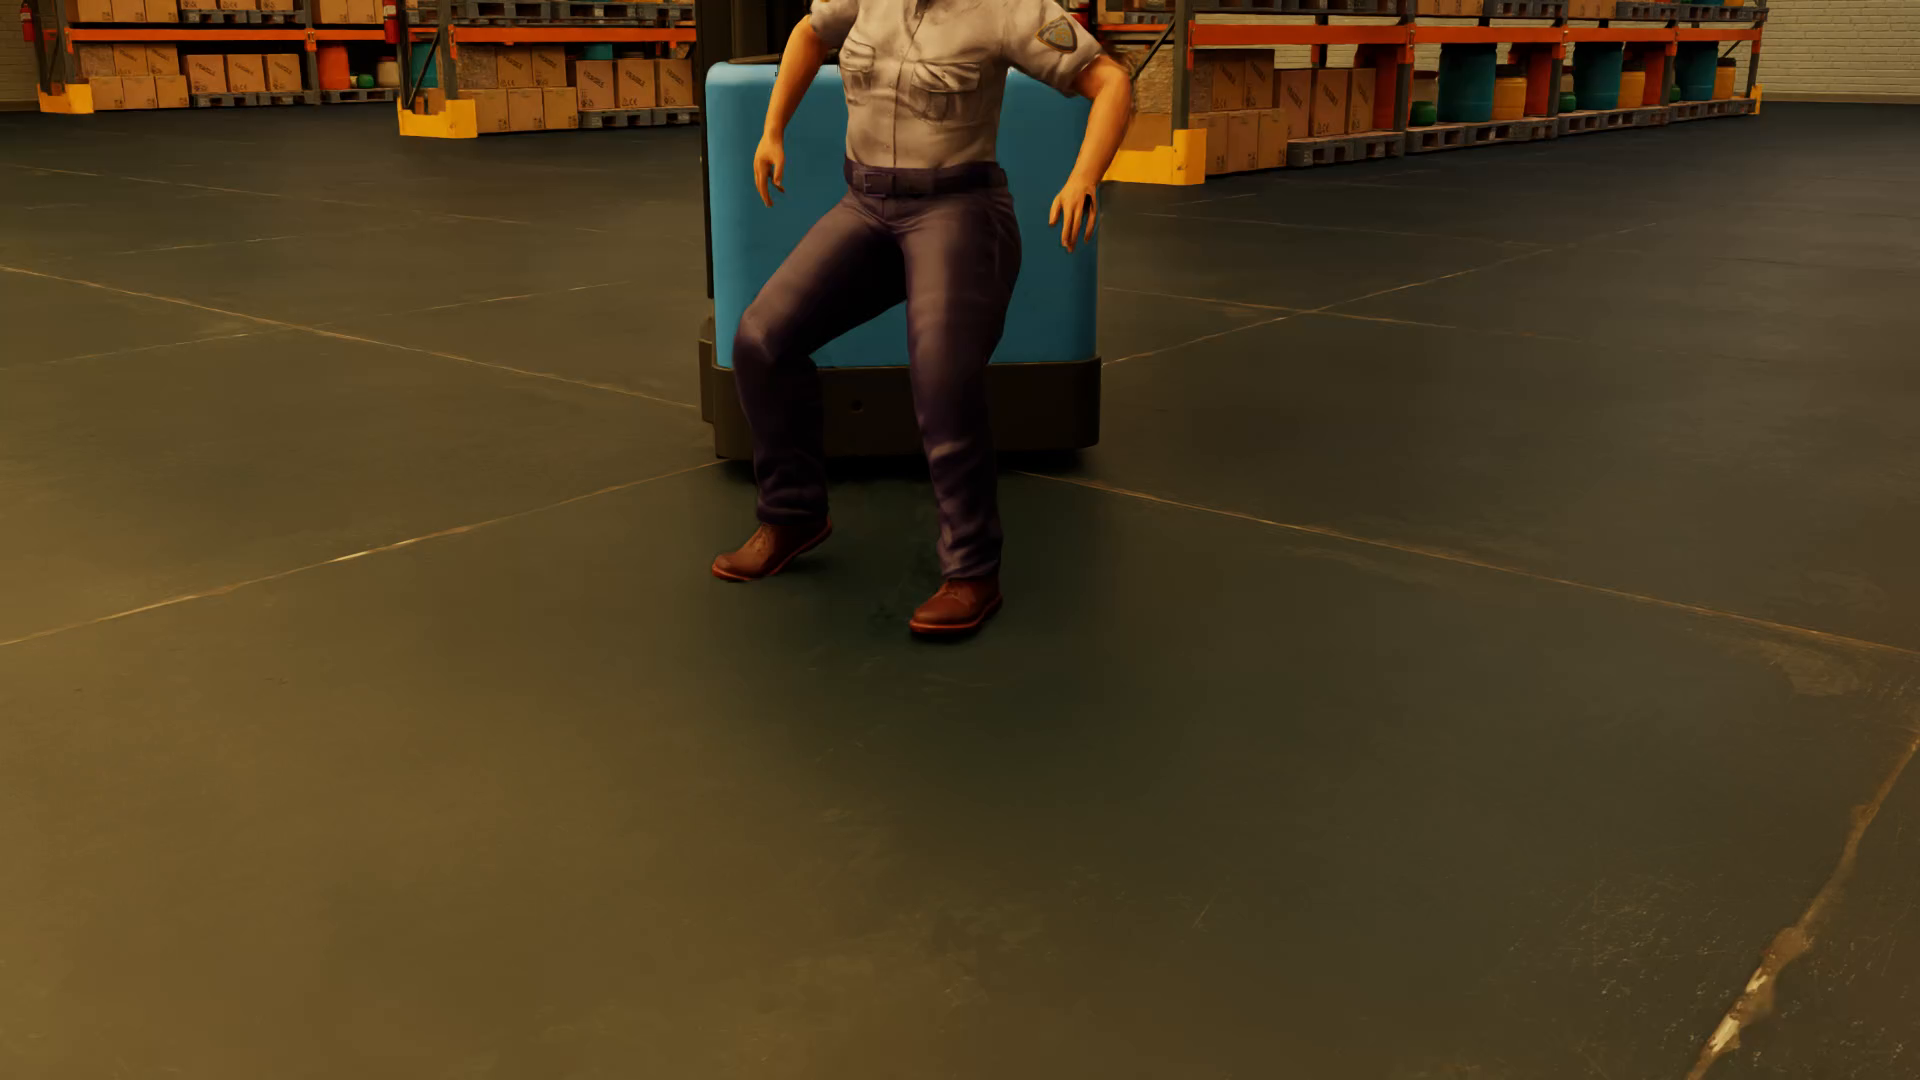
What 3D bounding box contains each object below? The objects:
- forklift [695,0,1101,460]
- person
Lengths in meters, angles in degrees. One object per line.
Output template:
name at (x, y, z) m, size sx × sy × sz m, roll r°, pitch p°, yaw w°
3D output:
forklift at (-0.333, -1.996, 5.470) m, size 1.130 × 2.935 × 3.031 m, roll -2°, pitch 17°, yaw -8°
person at (-0.112, -0.637, 3.443) m, size 0.906 × 1.541 × 0.631 m, roll 12°, pitch 21°, yaw 35°
